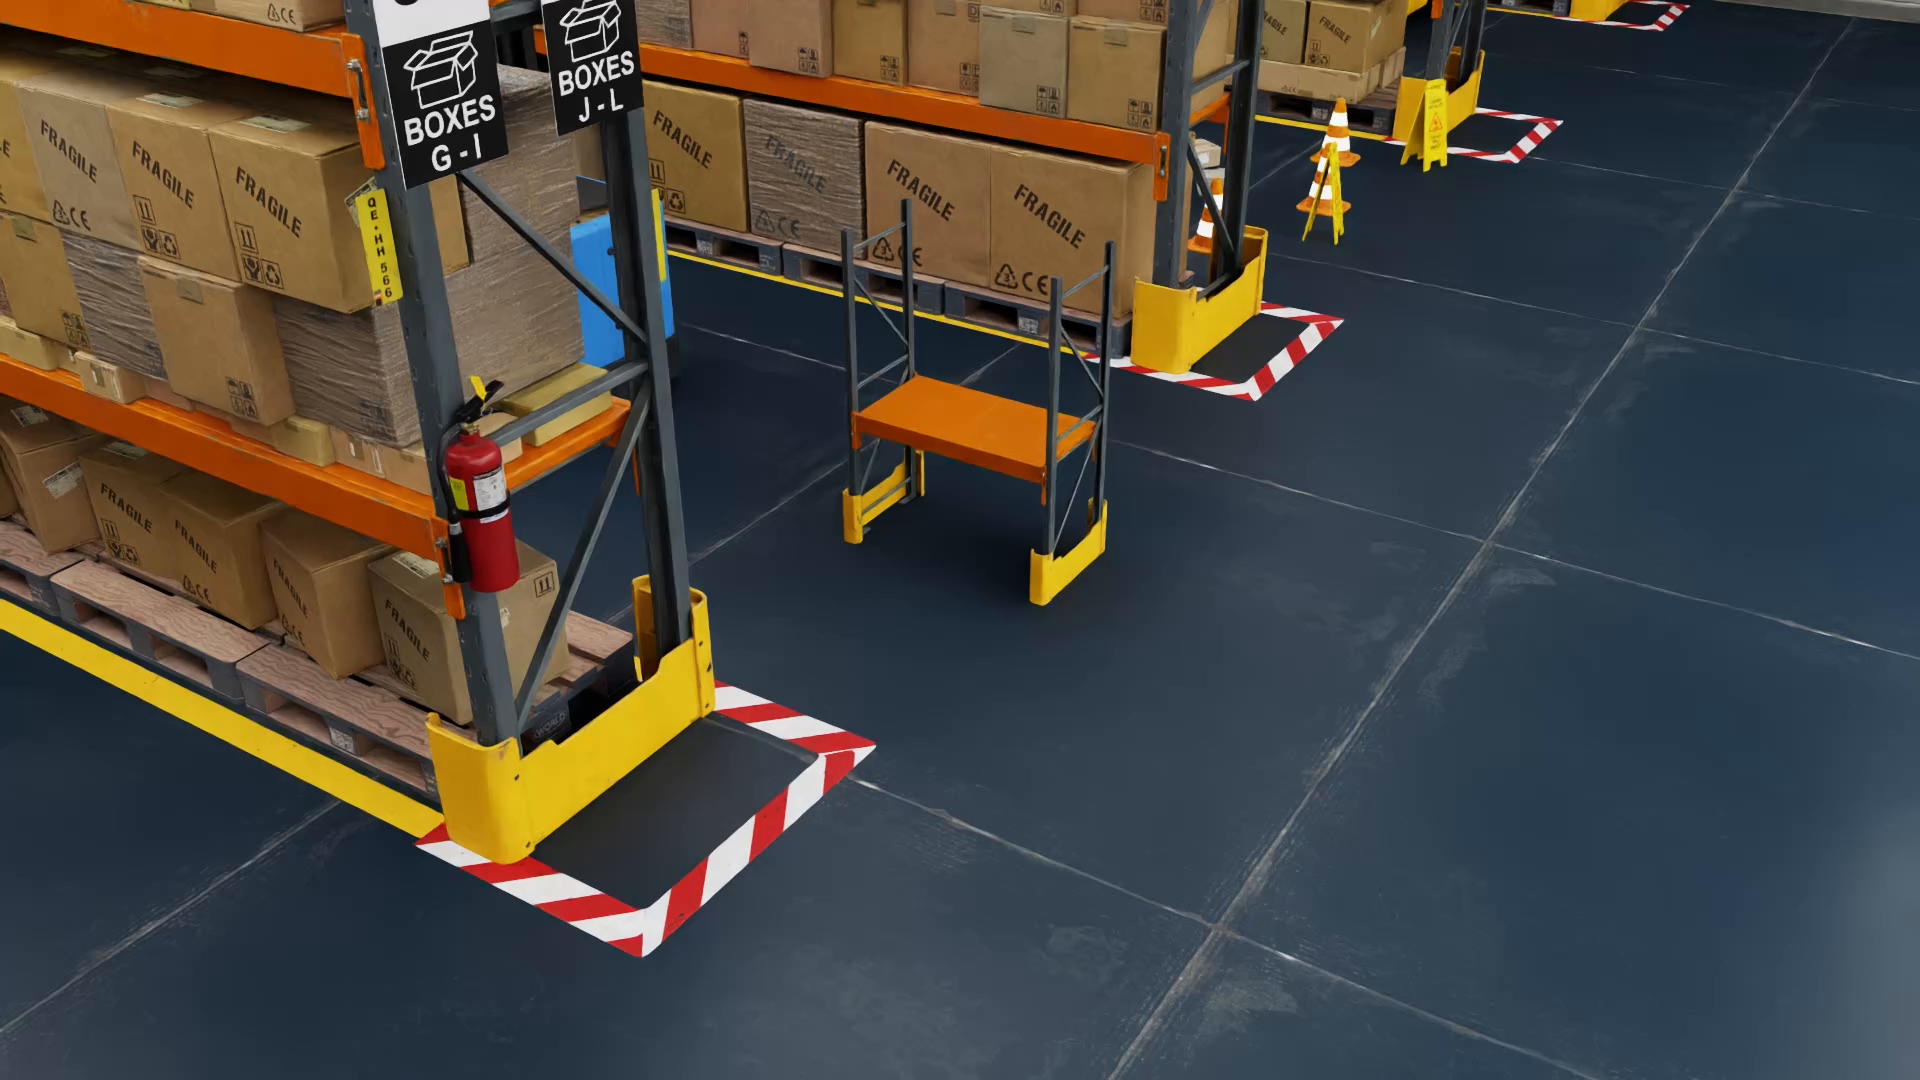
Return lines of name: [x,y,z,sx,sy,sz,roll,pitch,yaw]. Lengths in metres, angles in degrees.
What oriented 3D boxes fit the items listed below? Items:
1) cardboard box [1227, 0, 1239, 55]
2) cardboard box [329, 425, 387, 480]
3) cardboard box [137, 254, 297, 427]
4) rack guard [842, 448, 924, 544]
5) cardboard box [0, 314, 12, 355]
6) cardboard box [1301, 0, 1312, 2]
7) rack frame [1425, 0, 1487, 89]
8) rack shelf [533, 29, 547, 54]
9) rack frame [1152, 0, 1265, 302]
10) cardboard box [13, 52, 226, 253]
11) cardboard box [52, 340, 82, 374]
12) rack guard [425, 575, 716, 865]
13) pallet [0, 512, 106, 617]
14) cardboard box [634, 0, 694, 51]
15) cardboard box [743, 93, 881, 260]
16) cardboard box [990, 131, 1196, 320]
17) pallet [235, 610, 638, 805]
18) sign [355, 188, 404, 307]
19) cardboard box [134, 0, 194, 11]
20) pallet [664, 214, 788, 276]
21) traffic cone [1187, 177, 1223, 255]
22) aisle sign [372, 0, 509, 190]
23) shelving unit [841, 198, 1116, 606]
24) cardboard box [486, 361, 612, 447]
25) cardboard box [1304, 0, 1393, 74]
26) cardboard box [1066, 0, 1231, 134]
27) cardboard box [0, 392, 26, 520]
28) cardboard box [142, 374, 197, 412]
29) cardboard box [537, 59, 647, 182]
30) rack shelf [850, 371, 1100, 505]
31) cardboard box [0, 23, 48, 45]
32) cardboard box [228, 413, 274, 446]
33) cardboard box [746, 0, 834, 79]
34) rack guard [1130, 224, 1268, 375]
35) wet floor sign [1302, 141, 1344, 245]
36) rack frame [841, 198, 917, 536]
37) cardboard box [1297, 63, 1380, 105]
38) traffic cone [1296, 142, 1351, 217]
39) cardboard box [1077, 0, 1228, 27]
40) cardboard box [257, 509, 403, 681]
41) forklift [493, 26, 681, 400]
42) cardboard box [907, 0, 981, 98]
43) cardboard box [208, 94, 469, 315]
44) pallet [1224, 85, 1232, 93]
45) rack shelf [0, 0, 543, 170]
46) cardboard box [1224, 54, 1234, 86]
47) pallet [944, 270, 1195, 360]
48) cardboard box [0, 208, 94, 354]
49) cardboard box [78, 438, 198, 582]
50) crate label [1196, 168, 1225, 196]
cardboard box: [2.245,-4.352,13.801,0.500,0.500,0.500,17,34,26]
cardboard box: [-1.902,-0.372,5.660,0.250,0.149,0.380,18,35,27]
cardboard box: [-2.278,-0.838,5.816,0.500,0.500,0.875,18,35,27]
rack guard: [-0.357,-0.221,7.881,0.087,0.250,0.587,18,35,27]
cardboard box: [-3.633,-0.878,6.527,0.250,0.149,0.380,18,35,27]
cardboard box: [2.765,-4.425,13.283,0.250,0.149,0.380,19,35,29]
rack frame: [3.929,-4.654,12.751,0.127,3.000,1.000,18,35,27]
rack shelf: [-3.699,-3.811,12.020,4.000,0.370,1.077,18,35,27]
rack frame: [1.383,-2.515,9.084,0.127,3.000,1.000,18,35,27]
cardboard box: [-2.785,-1.337,5.678,0.500,0.500,0.500,18,35,27]
cardboard box: [-3.191,-0.758,6.322,0.250,0.149,0.380,18,35,27]
rack guard: [-1.404,0.635,6.166,0.348,0.500,1.175,18,35,27]
pallet: [-4.139,-0.127,7.758,1.213,0.211,1.003,18,35,27]
cardboard box: [-1.686,-3.557,10.722,0.550,0.550,0.875,18,35,27]
cardboard box: [-0.744,-2.412,10.599,0.875,0.875,0.875,18,35,28]
cardboard box: [0.774,-1.932,9.776,0.875,0.875,0.875,18,35,28]
pallet: [-2.073,0.527,6.638,1.213,0.211,1.003,18,35,27]
sign: [-1.651,-0.830,4.733,0.005,0.325,0.100,18,35,27]
cardboard box: [-2.307,-1.809,5.046,0.500,0.250,0.500,18,35,28]
pallet: [-1.402,-2.145,11.217,1.213,0.211,1.003,18,35,27]
traffic cone: [1.688,-2.167,11.006,0.334,0.463,0.336,18,35,27]
aisle sign: [-1.446,-1.403,4.598,0.004,0.787,0.394,18,35,27]
shelving unit: [0.065,-0.627,7.337,1.083,1.500,0.587,18,35,27]
cardboard box: [-1.454,-0.494,5.870,0.250,0.149,0.380,18,35,27]
cardboard box: [3.112,-4.075,13.327,0.500,0.500,0.500,18,35,28]
cardboard box: [1.045,-2.660,9.183,0.550,0.550,0.875,18,35,27]
cardboard box: [-4.410,-0.474,7.649,0.500,0.500,0.500,16,34,26]
cardboard box: [-2.758,-0.632,6.107,0.250,0.149,0.380,18,35,27]
cardboard box: [-2.578,-2.924,11.601,0.750,0.750,1.050,17,34,27]
rack shelf: [0.072,-0.470,7.424,1.000,0.185,0.538,18,35,27]
cardboard box: [-3.634,-1.603,6.135,0.500,0.500,0.500,18,35,27]
cardboard box: [-2.344,-0.490,5.863,0.250,0.149,0.380,18,35,27]
cardboard box: [-0.813,-3.225,10.152,0.550,0.550,0.875,18,35,27]
rack guard: [1.404,-1.429,9.703,0.348,0.500,1.175,18,35,27]
wet floor sign: [2.460,-2.335,11.112,0.232,0.644,0.267,12,32,19]
rack frame: [-0.358,-0.761,7.566,0.032,1.500,0.500,18,35,27]
cardboard box: [3.081,-3.756,13.524,0.500,0.250,0.500,17,34,27]
traffic cone: [2.577,-2.558,11.676,0.334,0.463,0.336,18,35,27]
cardboard box: [1.090,-3.162,8.973,0.550,0.550,0.875,18,35,27]
cardboard box: [-2.384,0.154,6.574,0.500,0.500,0.500,-25,38,-36]
forklift: [-3.032,-2.378,8.917,3.031,2.935,1.130,20,36,31]
cardboard box: [0.160,-3.001,9.769,0.550,0.550,0.875,18,35,27]
cardboard box: [-1.936,-1.070,5.221,0.500,0.500,0.500,18,35,27]
pallet: [2.166,-4.030,14.449,1.213,0.211,1.003,18,35,27]
rack shelf: [-3.033,-1.946,5.845,4.000,0.370,1.077,18,35,27]
cardboard box: [2.221,-4.030,13.993,0.500,0.250,0.500,16,34,26]
pallet: [0.664,-1.491,10.096,1.213,0.211,1.003,18,35,27]
cardboard box: [-3.096,-1.130,6.315,0.500,0.500,0.875,18,35,27]
cardboard box: [-3.353,-0.191,7.164,0.500,0.500,0.500,14,33,23]
crate label: [1.878,-2.602,12.074,0.298,0.136,0.250,1,30,2]
